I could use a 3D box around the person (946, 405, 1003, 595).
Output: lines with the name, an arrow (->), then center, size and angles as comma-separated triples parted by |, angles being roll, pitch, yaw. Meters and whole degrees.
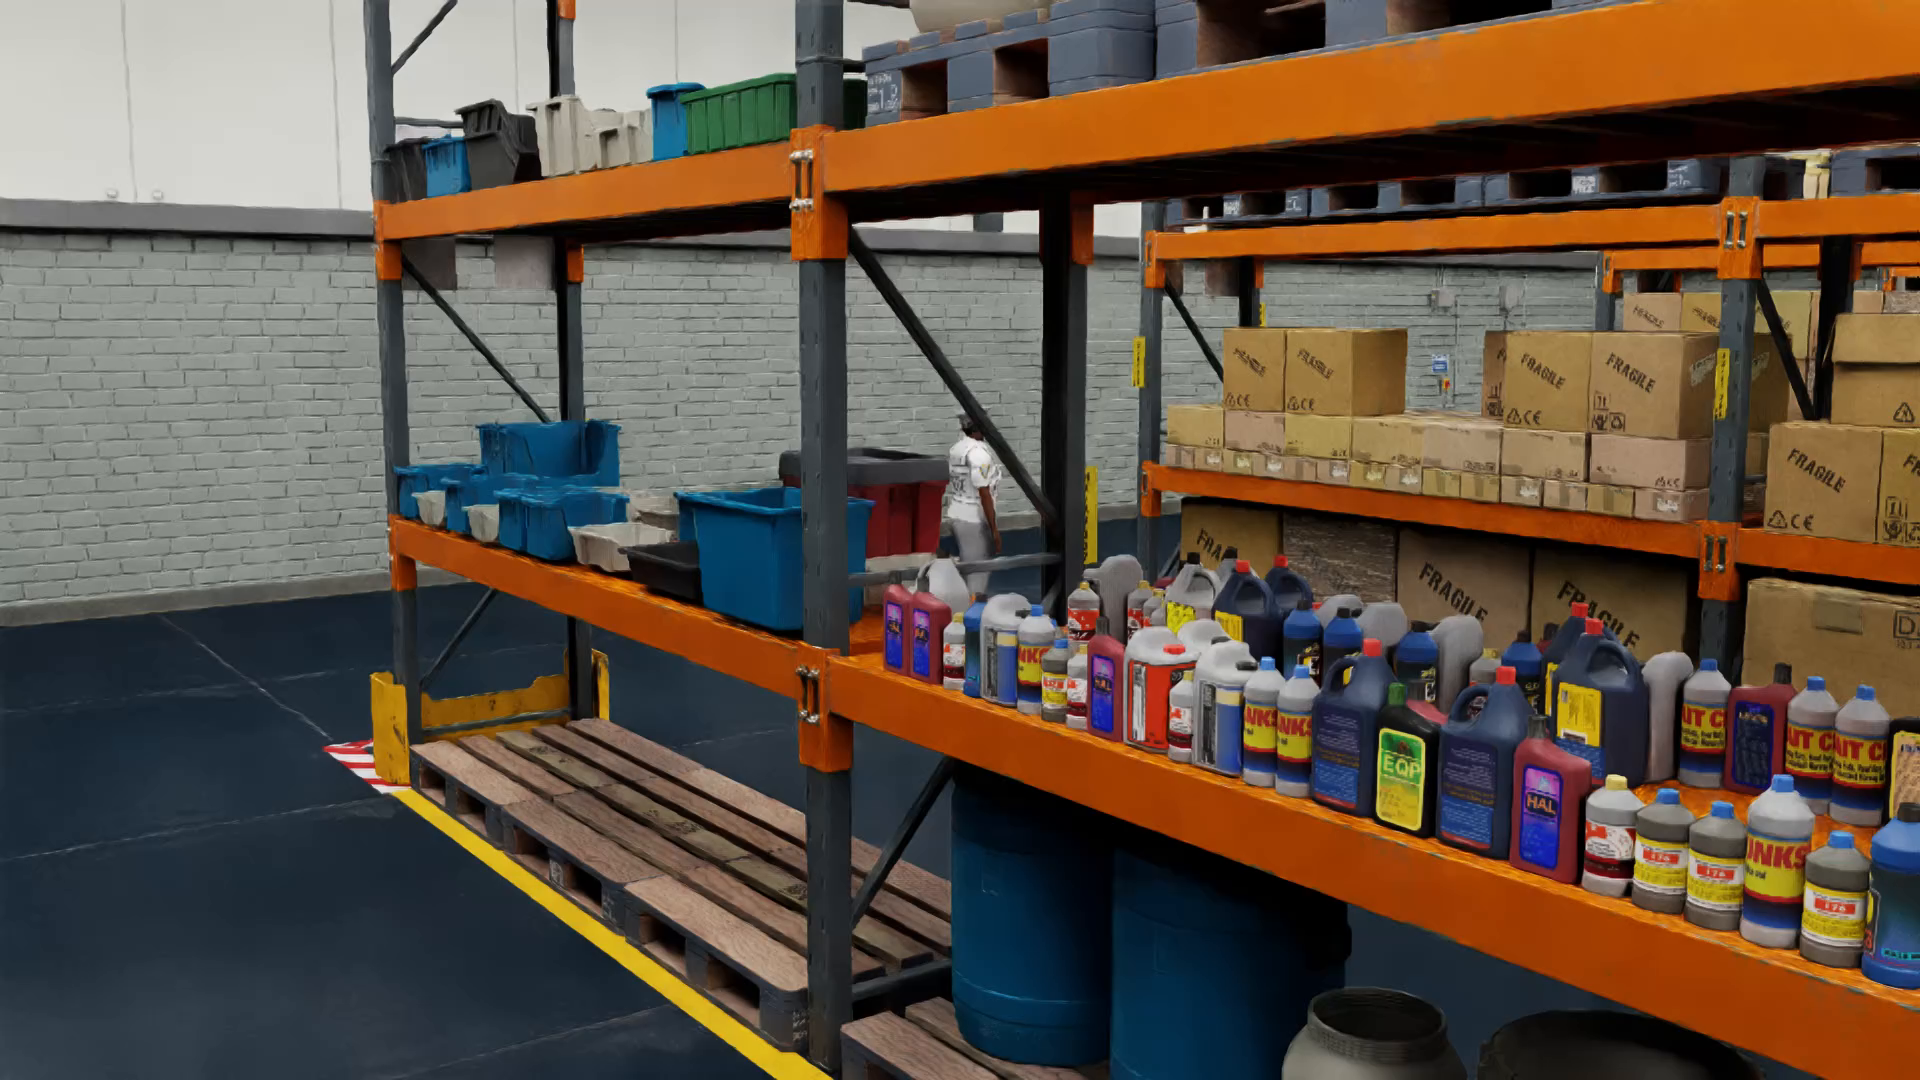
person -> 0.080, -0.081, 11.282 | 0.388, 1.658, 0.508 | -2, 8, -17
